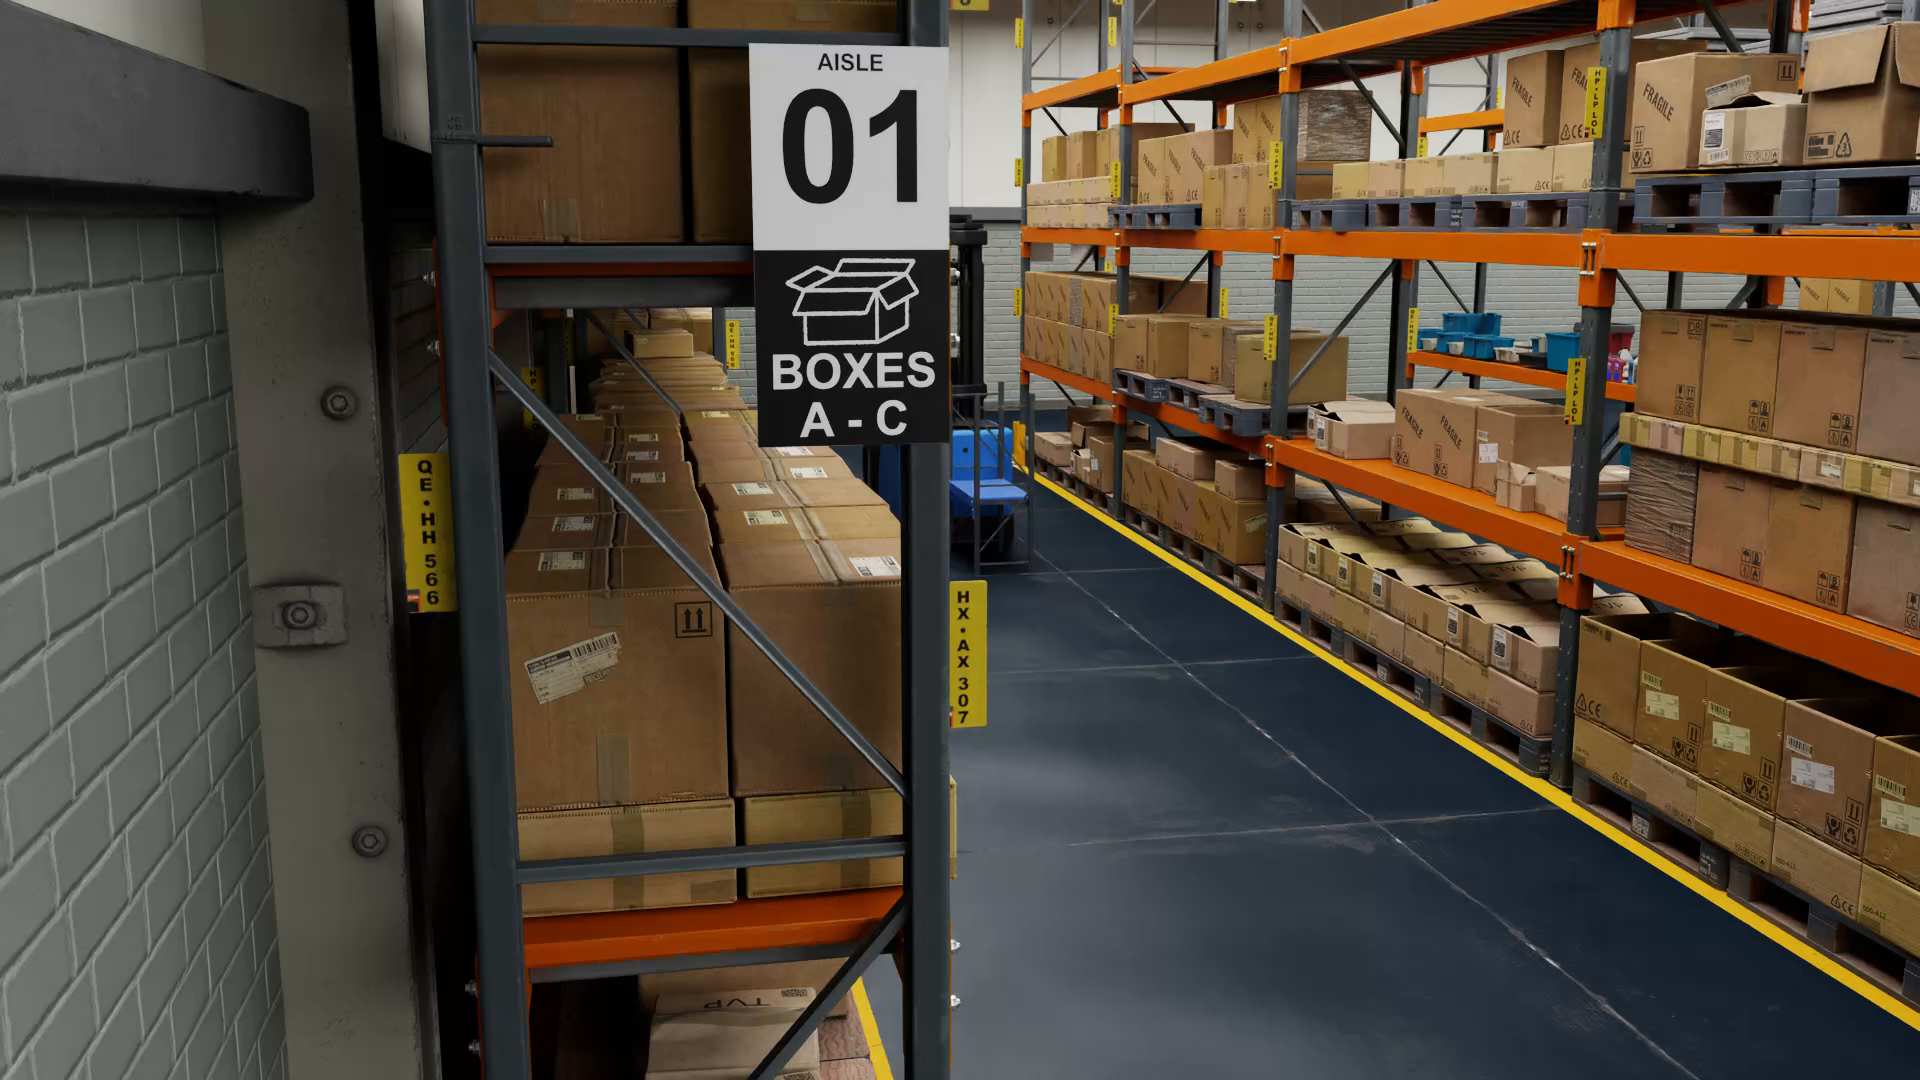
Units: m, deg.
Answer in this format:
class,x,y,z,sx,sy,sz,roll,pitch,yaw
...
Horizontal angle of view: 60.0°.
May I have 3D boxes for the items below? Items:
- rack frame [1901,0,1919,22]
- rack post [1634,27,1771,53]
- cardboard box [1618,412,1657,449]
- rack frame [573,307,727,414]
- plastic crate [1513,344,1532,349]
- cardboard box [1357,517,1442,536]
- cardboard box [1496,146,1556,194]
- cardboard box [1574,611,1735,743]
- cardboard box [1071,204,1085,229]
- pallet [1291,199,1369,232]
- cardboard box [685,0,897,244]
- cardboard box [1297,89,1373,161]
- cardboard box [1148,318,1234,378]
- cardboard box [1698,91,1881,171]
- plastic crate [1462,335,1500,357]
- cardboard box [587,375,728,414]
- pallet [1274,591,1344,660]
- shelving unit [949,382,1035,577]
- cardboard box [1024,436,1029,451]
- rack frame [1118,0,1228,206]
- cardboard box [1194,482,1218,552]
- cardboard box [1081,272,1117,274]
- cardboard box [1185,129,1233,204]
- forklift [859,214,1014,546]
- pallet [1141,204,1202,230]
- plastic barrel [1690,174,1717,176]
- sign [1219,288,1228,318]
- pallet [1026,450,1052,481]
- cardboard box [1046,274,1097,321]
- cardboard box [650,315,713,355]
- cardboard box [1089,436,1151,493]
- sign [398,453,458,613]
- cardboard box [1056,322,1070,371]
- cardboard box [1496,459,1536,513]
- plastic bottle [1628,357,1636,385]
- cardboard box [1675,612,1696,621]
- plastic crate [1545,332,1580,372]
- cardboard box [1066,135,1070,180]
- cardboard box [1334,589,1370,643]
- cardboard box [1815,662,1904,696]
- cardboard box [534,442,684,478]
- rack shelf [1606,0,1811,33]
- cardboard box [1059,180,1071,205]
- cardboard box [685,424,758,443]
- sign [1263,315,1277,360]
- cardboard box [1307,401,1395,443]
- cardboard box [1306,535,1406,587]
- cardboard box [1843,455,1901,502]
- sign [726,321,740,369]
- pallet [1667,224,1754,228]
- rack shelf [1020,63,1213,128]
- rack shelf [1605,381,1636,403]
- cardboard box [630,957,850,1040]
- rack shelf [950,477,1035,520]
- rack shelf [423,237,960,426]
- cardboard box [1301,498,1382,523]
class,x,y,z,sx,sy,sz,roll,pitch,yaw
rack frame,7.639,-4.081,12.623,1.000,3.000,0.127,-2,11,-11
rack post,6.994,-4.622,15.667,0.937,0.300,0.954,-2,11,-12
cardboard box,3.419,-0.532,8.021,0.380,0.149,0.250,-2,11,-11
rack frame,-2.079,-0.773,11.291,1.000,3.000,0.127,-2,11,-11
plastic crate,6.615,-2.200,19.333,0.298,0.136,0.250,-2,11,-11
cardboard box,3.122,0.002,11.949,0.500,0.311,0.500,-2,11,-10
cardboard box,3.337,-2.041,9.205,0.500,0.250,0.500,-3,11,-17
cardboard box,3.340,0.652,8.028,0.500,0.500,0.500,-2,11,-11
cardboard box,1.453,-3.351,17.211,0.500,0.250,0.500,-2,11,-11
pallet,2.999,-2.214,11.341,1.213,0.211,1.003,-2,11,-8
cardboard box,-0.343,-0.909,3.661,0.500,0.500,0.500,-2,11,-10
cardboard box,2.700,-3.048,12.279,0.500,0.500,0.500,-2,11,-11
cardboard box,2.070,-1.724,14.897,0.700,0.500,0.500,0,11,-2
cardboard box,3.501,-1.724,7.006,0.500,0.311,0.500,-3,11,-14
plastic crate,6.064,-2.249,19.333,0.416,0.233,0.300,-2,11,-11
cardboard box,-1.627,-0.622,9.051,0.700,0.500,0.500,-1,11,-3
pallet,2.901,0.568,11.701,1.003,0.211,1.213,-2,11,-11
shelving unit,0.249,-0.535,14.050,0.538,1.500,1.048,-2,11,-12
cardboard box,0.967,-1.148,19.706,0.380,0.149,0.250,-2,11,-11
rack frame,2.001,-4.635,15.535,1.000,3.000,0.127,-2,11,-11
cardboard box,2.267,-0.200,13.789,0.500,0.500,0.500,-3,11,-13
cardboard box,1.678,-2.798,18.984,0.500,0.500,0.500,-2,11,-9
cardboard box,2.289,-3.126,13.973,0.600,0.600,0.600,-3,11,-13
forklift,-0.379,-1.606,15.851,1.130,2.935,3.031,-3,11,-14
pallet,2.264,-2.757,14.192,1.213,0.211,1.003,-2,11,-11
plastic barrel,7.237,-3.480,15.860,0.600,0.588,0.600,0,11,0
sign,2.545,-2.277,16.097,0.100,0.325,0.005,-2,11,-11
pallet,1.394,-0.891,19.369,1.003,0.211,1.213,-2,11,-11
cardboard box,1.252,-2.683,18.384,0.500,0.500,0.500,-2,11,-10
cardboard box,-1.920,-1.445,11.696,0.500,0.250,0.500,-2,11,-10
cardboard box,1.612,-0.770,16.783,0.500,0.500,0.500,-2,11,-11
sign,-1.072,-0.014,3.358,0.100,0.325,0.005,-2,11,-11
cardboard box,1.347,-2.101,18.000,0.500,0.500,0.500,-2,11,-10
cardboard box,3.206,-0.309,9.211,0.396,0.266,0.258,-2,11,-12
plastic bottle,6.599,-1.659,16.285,0.097,0.271,0.097,0,11,0
cardboard box,3.721,0.564,8.998,0.500,0.311,0.500,-2,11,-11
plastic crate,6.435,-1.962,17.419,0.392,0.384,0.575,-2,11,-11
cardboard box,1.556,-4.159,18.115,0.700,0.500,0.500,-2,11,-11
cardboard box,2.799,0.484,10.914,0.500,0.250,0.500,-2,11,-13
cardboard box,4.048,0.816,7.164,0.500,0.500,0.500,-2,11,-11
cardboard box,-1.226,-0.064,5.905,0.500,0.500,0.500,-2,11,-9
rack shelf,3.946,-2.251,6.003,1.077,0.370,4.000,-2,11,-11
cardboard box,1.355,-3.688,17.646,0.500,0.250,0.500,-2,11,-11
cardboard box,-0.803,-0.178,6.502,0.500,0.500,0.500,-2,11,-11
sign,2.249,-1.463,12.027,0.100,0.325,0.005,-2,11,-11
cardboard box,2.807,-0.842,11.891,0.500,0.311,0.500,-1,11,-7
cardboard box,2.703,0.118,11.341,0.500,0.311,0.500,-2,11,-12
cardboard box,3.724,-0.248,6.529,0.380,0.149,0.250,-2,11,-11
sign,-1.549,-1.325,11.303,0.100,0.325,0.005,-2,11,-11
pallet,7.109,-3.108,16.039,1.213,0.211,1.003,-2,11,-11
rack shelf,1.612,-4.647,17.529,1.077,0.370,4.000,-2,11,-11
rack shelf,7.250,-1.147,15.178,1.077,0.370,4.000,-2,11,-11
cardboard box,-0.774,1.335,5.724,0.700,0.500,0.500,-3,11,-15
rack shelf,0.249,-0.358,14.084,0.538,0.185,1.000,-2,11,-12
rack shelf,-0.912,-0.793,5.296,1.077,0.370,4.000,-2,11,-11
cardboard box,2.971,-0.036,12.927,0.500,0.500,0.500,-2,11,-9
